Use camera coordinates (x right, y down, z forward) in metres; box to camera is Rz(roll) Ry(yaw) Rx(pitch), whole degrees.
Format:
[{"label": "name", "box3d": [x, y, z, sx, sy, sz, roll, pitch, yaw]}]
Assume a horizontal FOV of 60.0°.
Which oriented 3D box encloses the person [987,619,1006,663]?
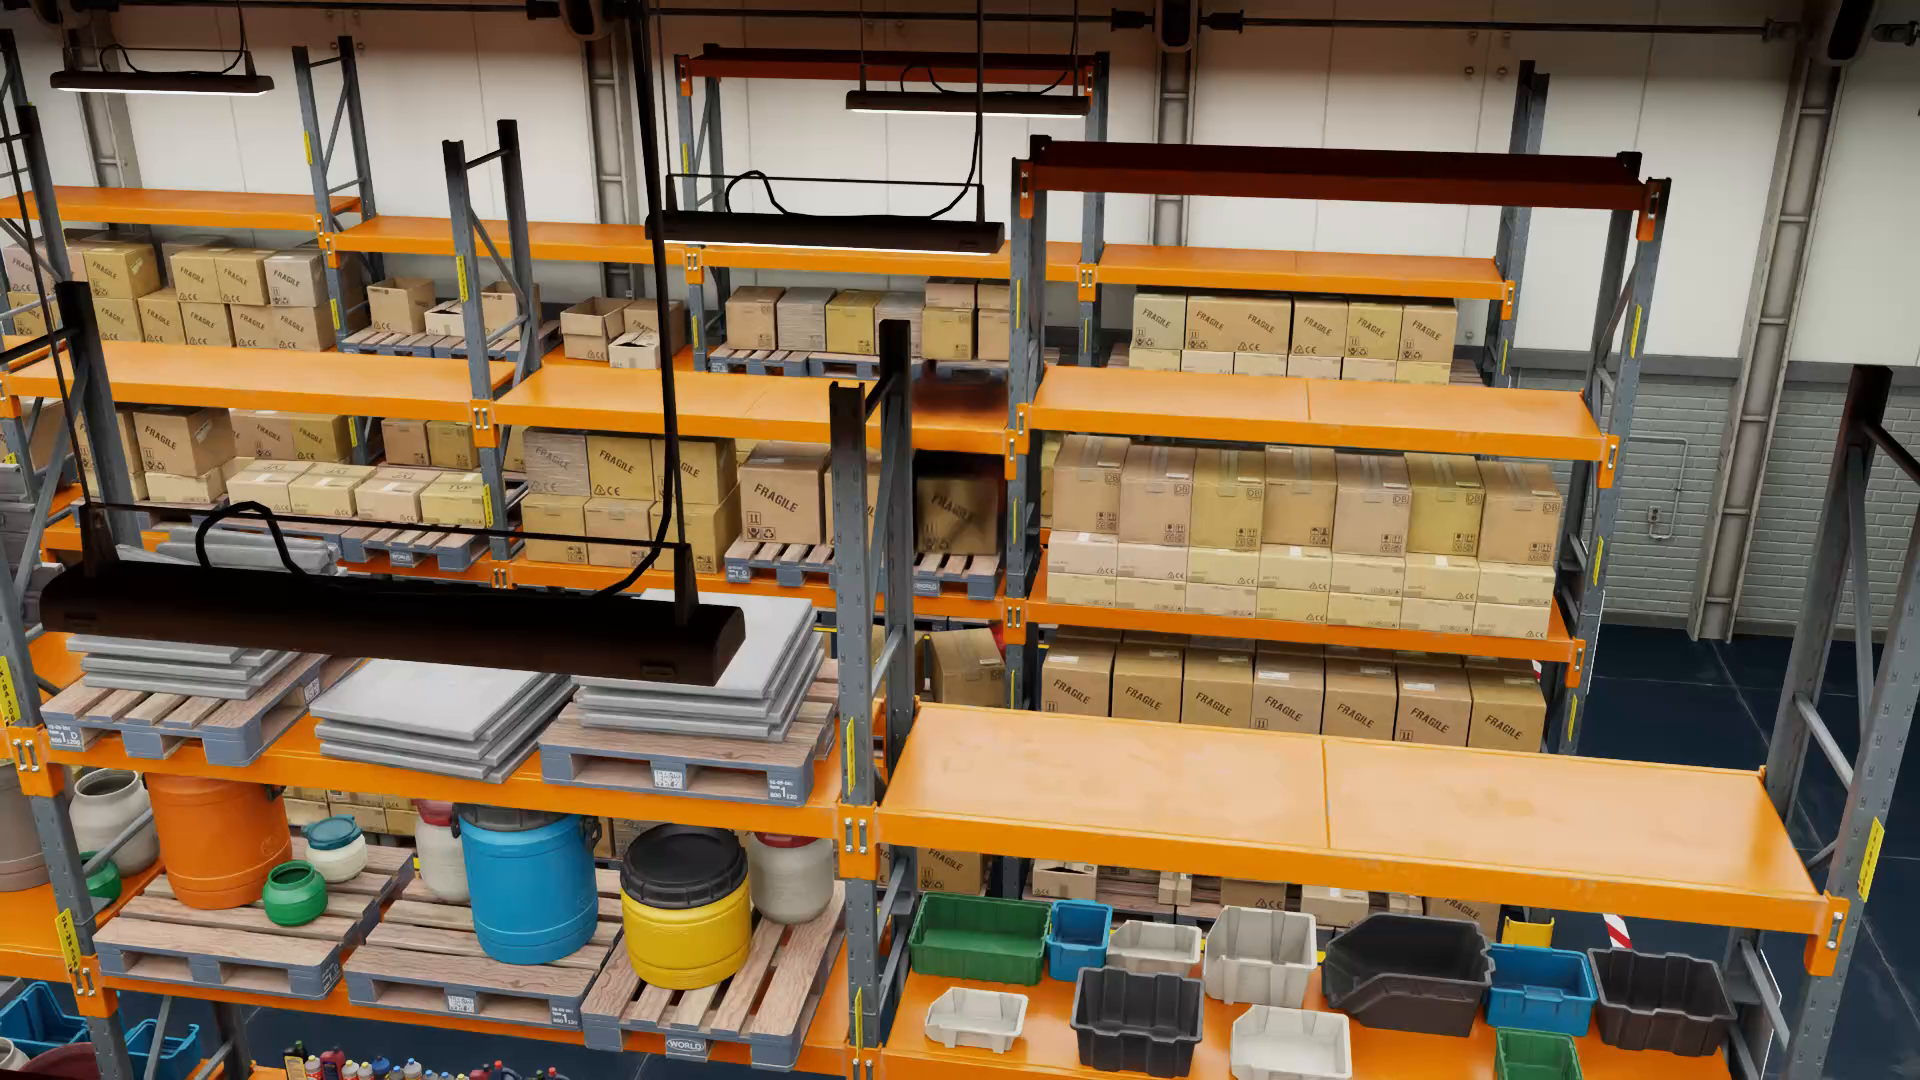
[{"label": "person", "box3d": [0.180, 1.353, 15.011, 0.666, 1.779, 0.604, -1, 23, -3]}]
